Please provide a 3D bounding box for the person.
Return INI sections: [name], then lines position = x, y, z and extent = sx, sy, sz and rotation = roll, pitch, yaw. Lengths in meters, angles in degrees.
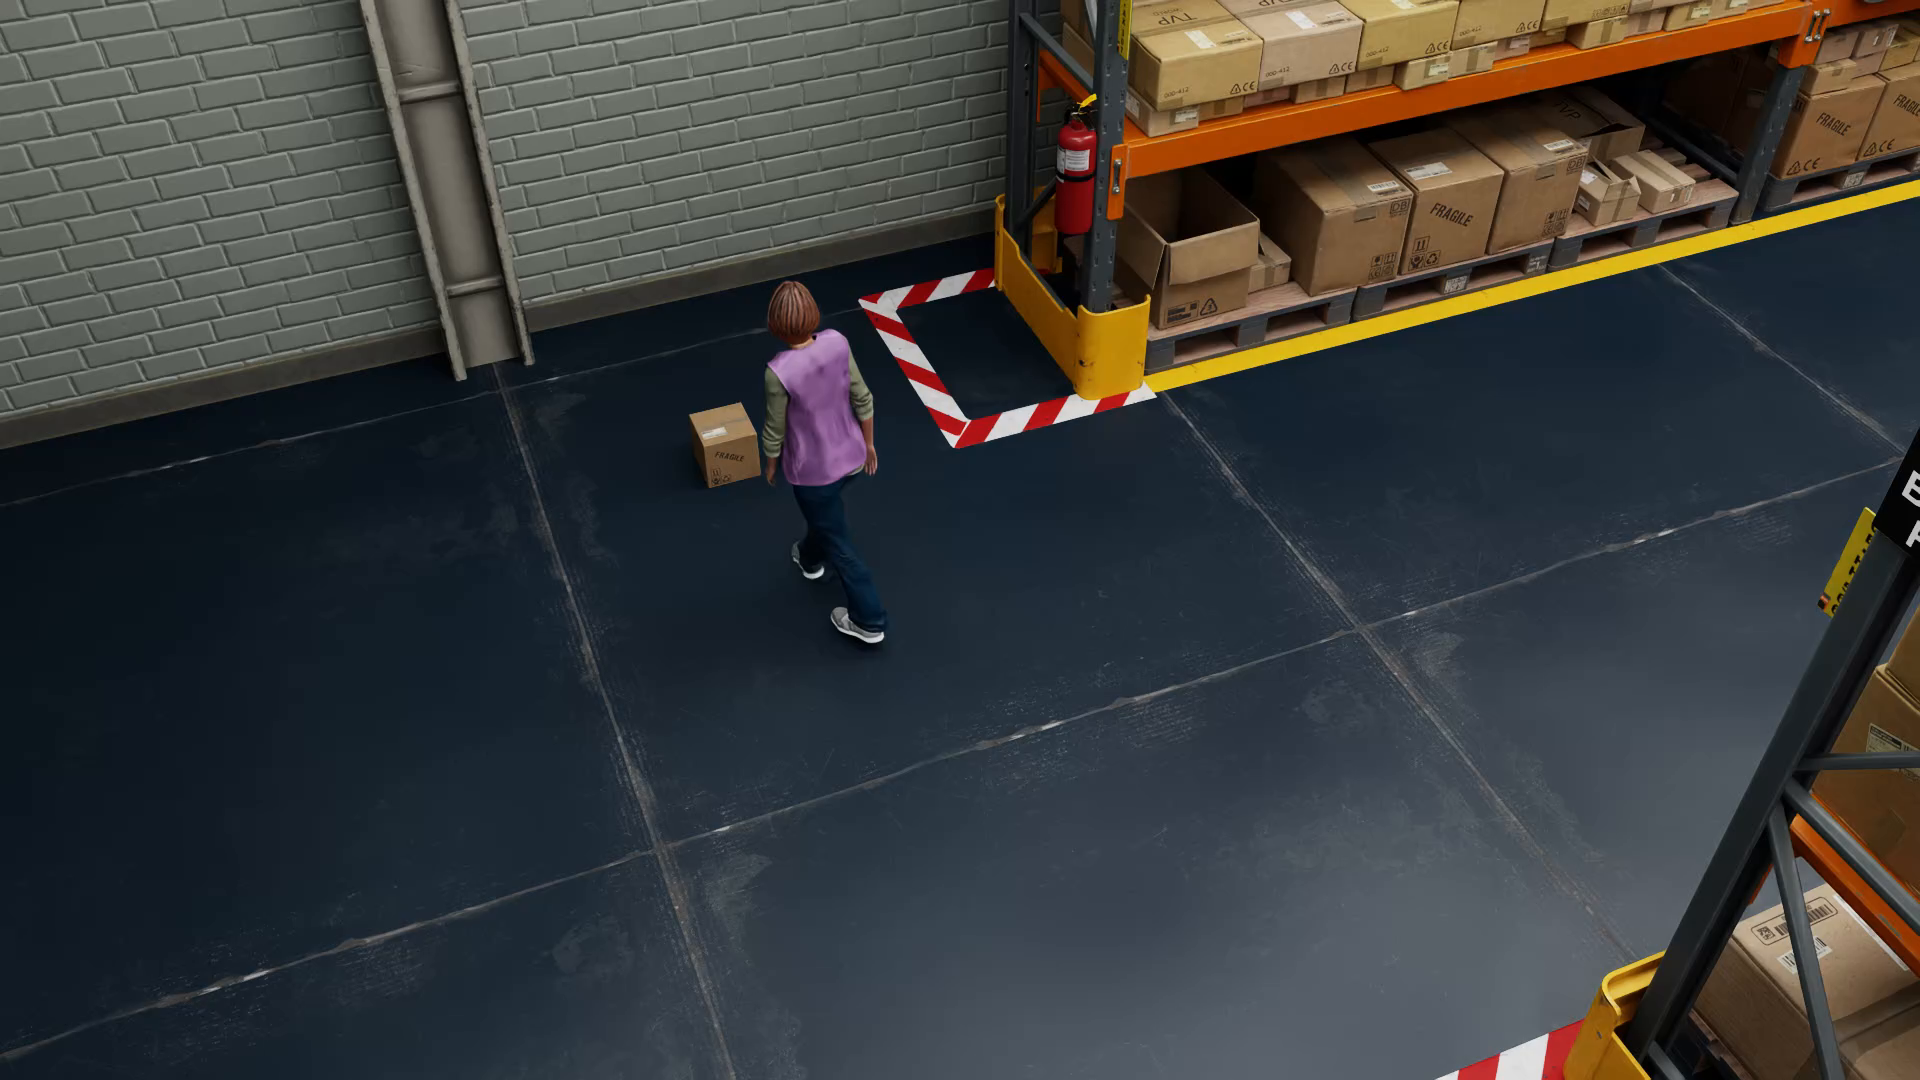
[person]
position = -0.597, -0.346, 6.534
extent = 0.830, 1.551, 0.421
rotation = 31, 51, 30
